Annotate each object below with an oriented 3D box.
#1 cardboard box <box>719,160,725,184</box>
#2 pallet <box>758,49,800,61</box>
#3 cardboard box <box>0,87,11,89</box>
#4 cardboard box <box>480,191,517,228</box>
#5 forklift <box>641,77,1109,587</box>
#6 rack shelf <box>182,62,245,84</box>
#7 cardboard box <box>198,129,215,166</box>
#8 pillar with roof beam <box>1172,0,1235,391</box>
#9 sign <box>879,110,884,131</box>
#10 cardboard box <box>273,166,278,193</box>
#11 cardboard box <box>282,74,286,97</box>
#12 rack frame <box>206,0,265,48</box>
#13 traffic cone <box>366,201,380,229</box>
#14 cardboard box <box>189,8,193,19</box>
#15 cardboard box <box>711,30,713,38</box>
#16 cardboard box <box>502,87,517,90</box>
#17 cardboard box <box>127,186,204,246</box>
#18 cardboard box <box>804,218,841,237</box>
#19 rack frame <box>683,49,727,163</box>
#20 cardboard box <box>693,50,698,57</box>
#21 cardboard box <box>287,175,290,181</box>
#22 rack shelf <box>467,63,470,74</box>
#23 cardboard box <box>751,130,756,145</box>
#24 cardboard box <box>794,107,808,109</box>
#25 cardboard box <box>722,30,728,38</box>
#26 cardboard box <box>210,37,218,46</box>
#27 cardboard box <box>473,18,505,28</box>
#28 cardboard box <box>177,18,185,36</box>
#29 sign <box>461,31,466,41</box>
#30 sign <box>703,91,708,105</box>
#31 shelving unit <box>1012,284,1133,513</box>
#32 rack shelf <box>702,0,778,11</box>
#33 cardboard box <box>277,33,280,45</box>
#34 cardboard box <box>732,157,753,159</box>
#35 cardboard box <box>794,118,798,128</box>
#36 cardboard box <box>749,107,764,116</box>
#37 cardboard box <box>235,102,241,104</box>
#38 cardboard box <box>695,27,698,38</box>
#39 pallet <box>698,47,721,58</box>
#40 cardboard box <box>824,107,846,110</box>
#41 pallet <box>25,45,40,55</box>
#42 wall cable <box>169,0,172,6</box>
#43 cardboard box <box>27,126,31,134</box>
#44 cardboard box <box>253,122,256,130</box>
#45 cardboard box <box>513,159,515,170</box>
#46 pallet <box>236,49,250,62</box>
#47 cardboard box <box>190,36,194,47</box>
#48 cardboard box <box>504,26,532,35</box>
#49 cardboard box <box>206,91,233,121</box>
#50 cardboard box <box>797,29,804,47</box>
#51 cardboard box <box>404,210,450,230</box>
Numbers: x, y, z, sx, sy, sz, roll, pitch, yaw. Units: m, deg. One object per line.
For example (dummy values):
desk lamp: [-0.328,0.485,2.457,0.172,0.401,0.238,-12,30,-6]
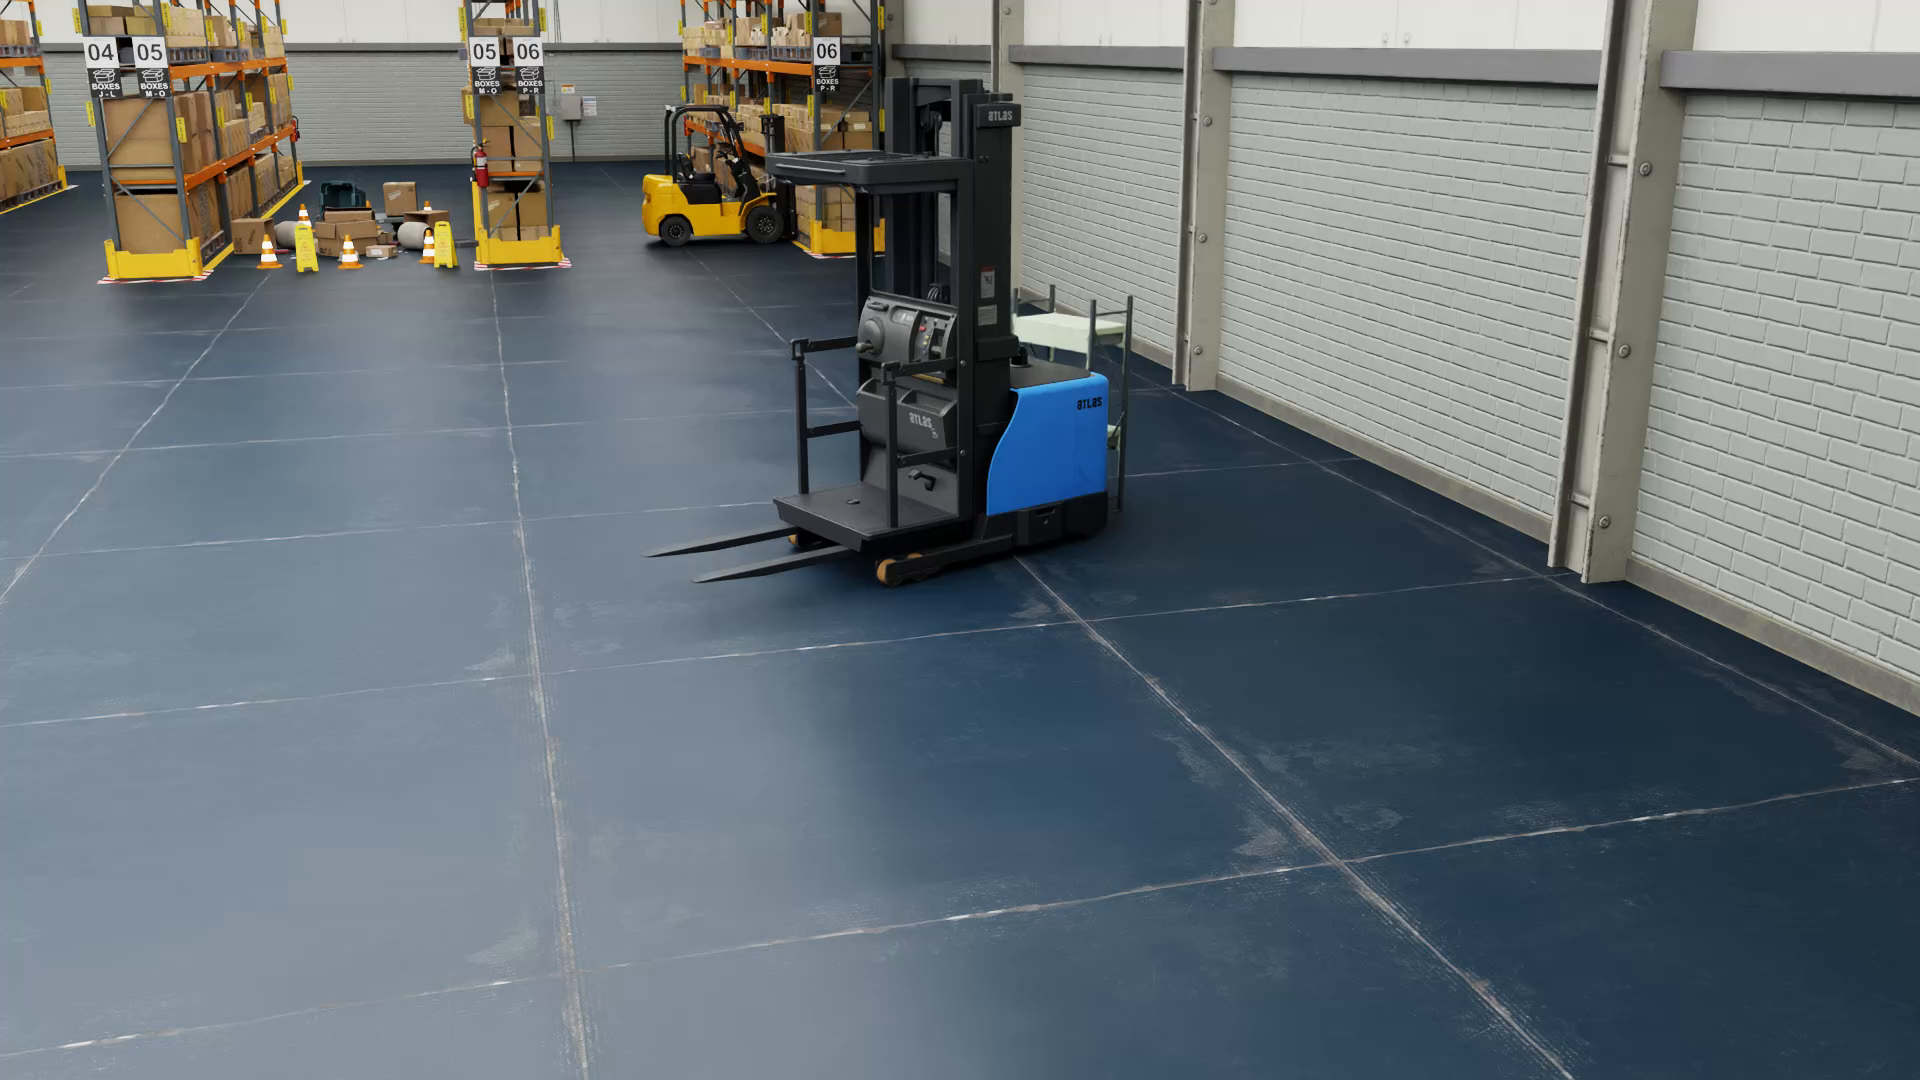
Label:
cardboard box: [-4.829,-7.841,35.456,0.500,0.500,0.500,-5,17,-17]
pallet: [-3.091,-8.649,29.648,0.805,0.209,1.217,-5,18,-17]
cardboard box: [-20.424,-9.340,35.273,0.500,0.500,0.500,-5,17,-17]
cardboard box: [-6.979,-5.005,25.147,0.500,0.500,0.500,-5,17,-15]
forklift: [-0.496,-1.294,10.165,3.031,2.935,1.130,-13,21,-36]
rack shelf: [-12.889,-7.893,28.051,1.077,0.370,4.000,-5,17,-15]
cardboard box: [-12.054,-6.068,25.679,0.875,0.550,0.550,-5,17,-15]
pillar with roof beam: [-1.903,-5.432,13.392,9.100,9.000,0.400,-5,17,-15]
sign: [-1.202,-6.449,25.565,0.100,0.325,0.005,-5,17,-15]
cardboard box: [-14.092,-7.280,33.588,0.500,0.500,0.500,-5,17,-16]
cardboard box: [-15.133,-9.989,36.564,0.500,0.500,0.500,-5,18,-17]
rack frame: [-14.538,-11.334,33.041,1.000,3.000,0.127,-5,17,-15]
traffic cone: [-10.336,-5.686,29.076,0.336,0.463,0.334,-5,17,-15]
cardboard box: [-11.653,-7.839,24.767,0.380,0.149,0.250,-5,17,-15]
cardboard box: [-4.954,-10.513,34.538,0.380,0.149,0.250,-5,17,-15]
cardboard box: [-7.233,-6.776,25.869,0.700,0.500,0.500,-5,17,-16]
cardboard box: [-11.734,-4.751,24.516,0.875,0.875,0.875,-5,17,-16]
cardboard box: [-2.170,-4.943,26.245,0.500,0.250,0.500,-5,17,-15]
rack frame: [-6.134,-10.380,40.294,1.000,3.000,0.127,-5,17,-15]
cardboard box: [-5.869,-11.089,37.878,0.380,0.149,0.250,-4,17,-14]
cardboard box: [-14.868,-7.921,36.332,0.380,0.149,0.250,-4,17,-14]
rack shelf: [-8.157,-8.312,29.447,1.077,0.370,4.000,-5,17,-15]
cardboard box: [-3.626,-7.528,31.061,0.500,0.250,0.500,-4,17,-13]
cardboard box: [-2.518,-7.032,27.331,0.380,0.149,0.250,-5,17,-15]
cardboard box: [-4.599,-10.226,33.619,0.380,0.149,0.250,-5,17,-16]
cardboard box: [-12.475,-8.221,27.426,0.380,0.149,0.250,-5,17,-15]
cardboard box: [-7.890,-8.623,27.892,0.500,0.250,0.500,-4,17,-14]
cardboard box: [-11.406,-7.331,23.770,0.500,0.250,0.500,-5,17,-16]
sign: [-9.243,-9.454,30.961,0.100,0.325,0.005,-5,17,-15]
sign: [-5.554,-9.643,36.336,0.100,0.325,0.005,-5,17,-15]
shelving unit: [0.752,-0.974,11.566,0.431,1.500,0.755,-13,21,-41]
rack shelf: [-4.485,-11.057,34.067,1.077,0.370,4.000,-5,17,-15]
cardboard box: [-15.124,-10.923,36.278,0.500,0.250,0.500,-5,17,-17]
cardboard box: [-4.450,-7.748,34.018,0.380,0.149,0.250,-5,18,-17]
cardboard box: [-2.478,-6.739,26.873,0.380,0.149,0.250,-5,17,-15]
cardboard box: [-3.766,-8.058,31.262,0.380,0.149,0.250,-4,17,-14]
cardboard box: [-14.943,-8.763,34.218,0.500,0.500,0.500,-5,17,-15]
cardboard box: [-5.684,-11.421,37.421,0.500,0.250,0.500,-4,17,-14]
pallet: [-4.923,-10.434,35.587,1.213,0.211,1.003,-5,17,-15]
cardboard box: [-2.021,-6.995,27.207,0.380,0.149,0.250,-5,17,-15]
pallet: [-20.220,-10.393,35.276,1.003,0.211,1.213,-5,17,-15]
wall cable: [-18.674,-15.453,41.164,2.277,5.999,0.120,-5,17,-15]
cardboard box: [-19.526,-8.515,34.523,0.380,0.149,0.250,-5,17,-17]
cardboard box: [-13.734,-7.941,31.882,0.380,0.149,0.250,-4,17,-15]
cardboard box: [-6.486,-5.619,24.882,0.380,0.149,0.250,-4,17,-14]
pallet: [-13.211,-8.527,29.238,1.213,0.211,1.003,-4,17,-13]
cardboard box: [-11.580,-7.385,24.644,0.380,0.149,0.250,-5,17,-16]
cardboard box: [-6.410,-7.373,24.121,0.380,0.149,0.250,-5,17,-16]
cardboard box: [-13.185,-7.616,29.181,0.700,0.500,0.500,-5,17,-16]
cardboard box: [-2.326,-7.851,25.990,0.396,0.266,0.258,-5,17,-15]
cardboard box: [-8.622,-5.067,26.948,0.500,0.500,0.500,7,18,23]
